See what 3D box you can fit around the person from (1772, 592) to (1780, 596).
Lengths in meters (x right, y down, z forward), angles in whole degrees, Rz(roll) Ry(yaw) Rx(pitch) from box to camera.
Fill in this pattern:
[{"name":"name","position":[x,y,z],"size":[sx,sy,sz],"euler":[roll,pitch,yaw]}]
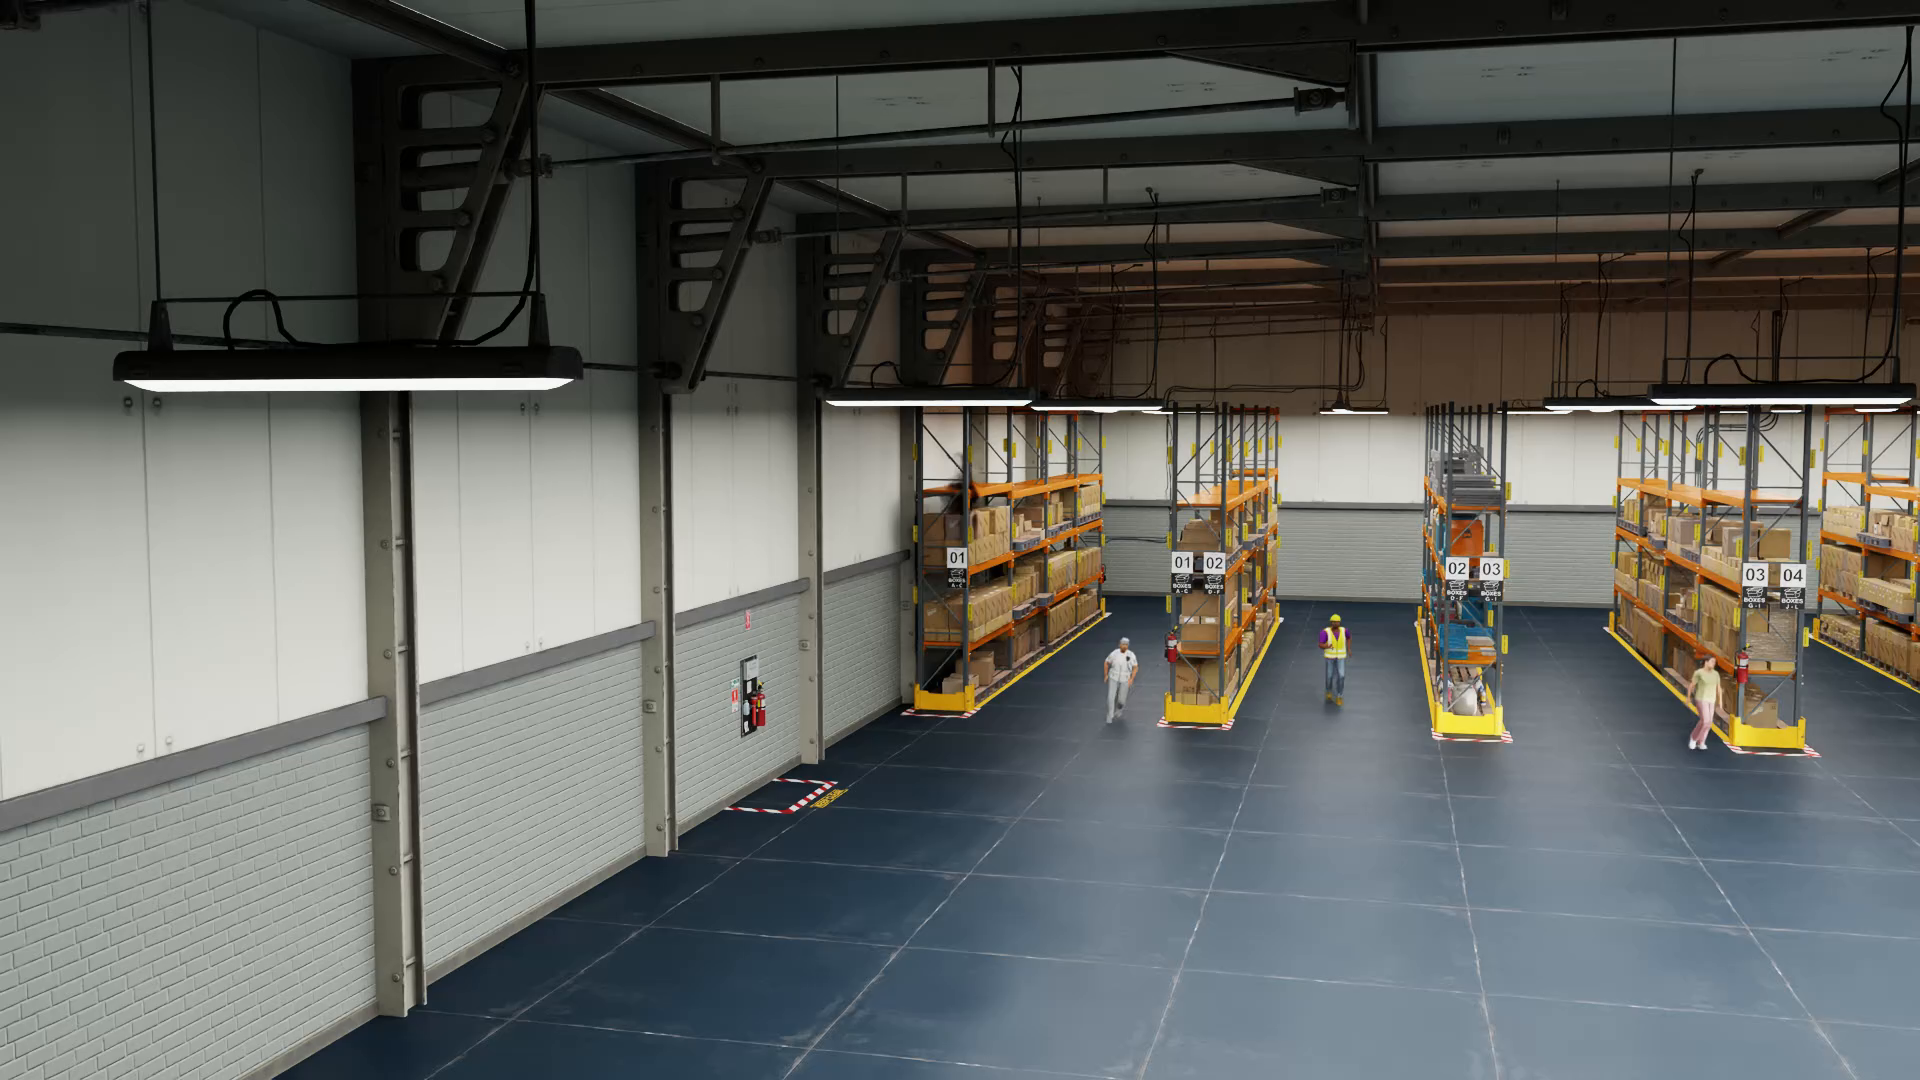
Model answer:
[{"name":"person","position":[20.807,1.726,42.175],"size":[0.585,1.586,0.604],"euler":[1,4,15]}]

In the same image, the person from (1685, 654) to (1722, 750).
[{"name":"person","position":[12.789,2.774,28.519],"size":[0.506,1.656,0.470],"euler":[-1,4,-12]}]

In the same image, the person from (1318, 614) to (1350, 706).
[{"name":"person","position":[7.484,2.385,33.274],"size":[0.658,1.825,0.722],"euler":[0,4,3]}]

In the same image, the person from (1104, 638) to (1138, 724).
[{"name":"person","position":[3.016,2.617,31.198],"size":[0.638,1.601,0.589],"euler":[0,4,7]}]
